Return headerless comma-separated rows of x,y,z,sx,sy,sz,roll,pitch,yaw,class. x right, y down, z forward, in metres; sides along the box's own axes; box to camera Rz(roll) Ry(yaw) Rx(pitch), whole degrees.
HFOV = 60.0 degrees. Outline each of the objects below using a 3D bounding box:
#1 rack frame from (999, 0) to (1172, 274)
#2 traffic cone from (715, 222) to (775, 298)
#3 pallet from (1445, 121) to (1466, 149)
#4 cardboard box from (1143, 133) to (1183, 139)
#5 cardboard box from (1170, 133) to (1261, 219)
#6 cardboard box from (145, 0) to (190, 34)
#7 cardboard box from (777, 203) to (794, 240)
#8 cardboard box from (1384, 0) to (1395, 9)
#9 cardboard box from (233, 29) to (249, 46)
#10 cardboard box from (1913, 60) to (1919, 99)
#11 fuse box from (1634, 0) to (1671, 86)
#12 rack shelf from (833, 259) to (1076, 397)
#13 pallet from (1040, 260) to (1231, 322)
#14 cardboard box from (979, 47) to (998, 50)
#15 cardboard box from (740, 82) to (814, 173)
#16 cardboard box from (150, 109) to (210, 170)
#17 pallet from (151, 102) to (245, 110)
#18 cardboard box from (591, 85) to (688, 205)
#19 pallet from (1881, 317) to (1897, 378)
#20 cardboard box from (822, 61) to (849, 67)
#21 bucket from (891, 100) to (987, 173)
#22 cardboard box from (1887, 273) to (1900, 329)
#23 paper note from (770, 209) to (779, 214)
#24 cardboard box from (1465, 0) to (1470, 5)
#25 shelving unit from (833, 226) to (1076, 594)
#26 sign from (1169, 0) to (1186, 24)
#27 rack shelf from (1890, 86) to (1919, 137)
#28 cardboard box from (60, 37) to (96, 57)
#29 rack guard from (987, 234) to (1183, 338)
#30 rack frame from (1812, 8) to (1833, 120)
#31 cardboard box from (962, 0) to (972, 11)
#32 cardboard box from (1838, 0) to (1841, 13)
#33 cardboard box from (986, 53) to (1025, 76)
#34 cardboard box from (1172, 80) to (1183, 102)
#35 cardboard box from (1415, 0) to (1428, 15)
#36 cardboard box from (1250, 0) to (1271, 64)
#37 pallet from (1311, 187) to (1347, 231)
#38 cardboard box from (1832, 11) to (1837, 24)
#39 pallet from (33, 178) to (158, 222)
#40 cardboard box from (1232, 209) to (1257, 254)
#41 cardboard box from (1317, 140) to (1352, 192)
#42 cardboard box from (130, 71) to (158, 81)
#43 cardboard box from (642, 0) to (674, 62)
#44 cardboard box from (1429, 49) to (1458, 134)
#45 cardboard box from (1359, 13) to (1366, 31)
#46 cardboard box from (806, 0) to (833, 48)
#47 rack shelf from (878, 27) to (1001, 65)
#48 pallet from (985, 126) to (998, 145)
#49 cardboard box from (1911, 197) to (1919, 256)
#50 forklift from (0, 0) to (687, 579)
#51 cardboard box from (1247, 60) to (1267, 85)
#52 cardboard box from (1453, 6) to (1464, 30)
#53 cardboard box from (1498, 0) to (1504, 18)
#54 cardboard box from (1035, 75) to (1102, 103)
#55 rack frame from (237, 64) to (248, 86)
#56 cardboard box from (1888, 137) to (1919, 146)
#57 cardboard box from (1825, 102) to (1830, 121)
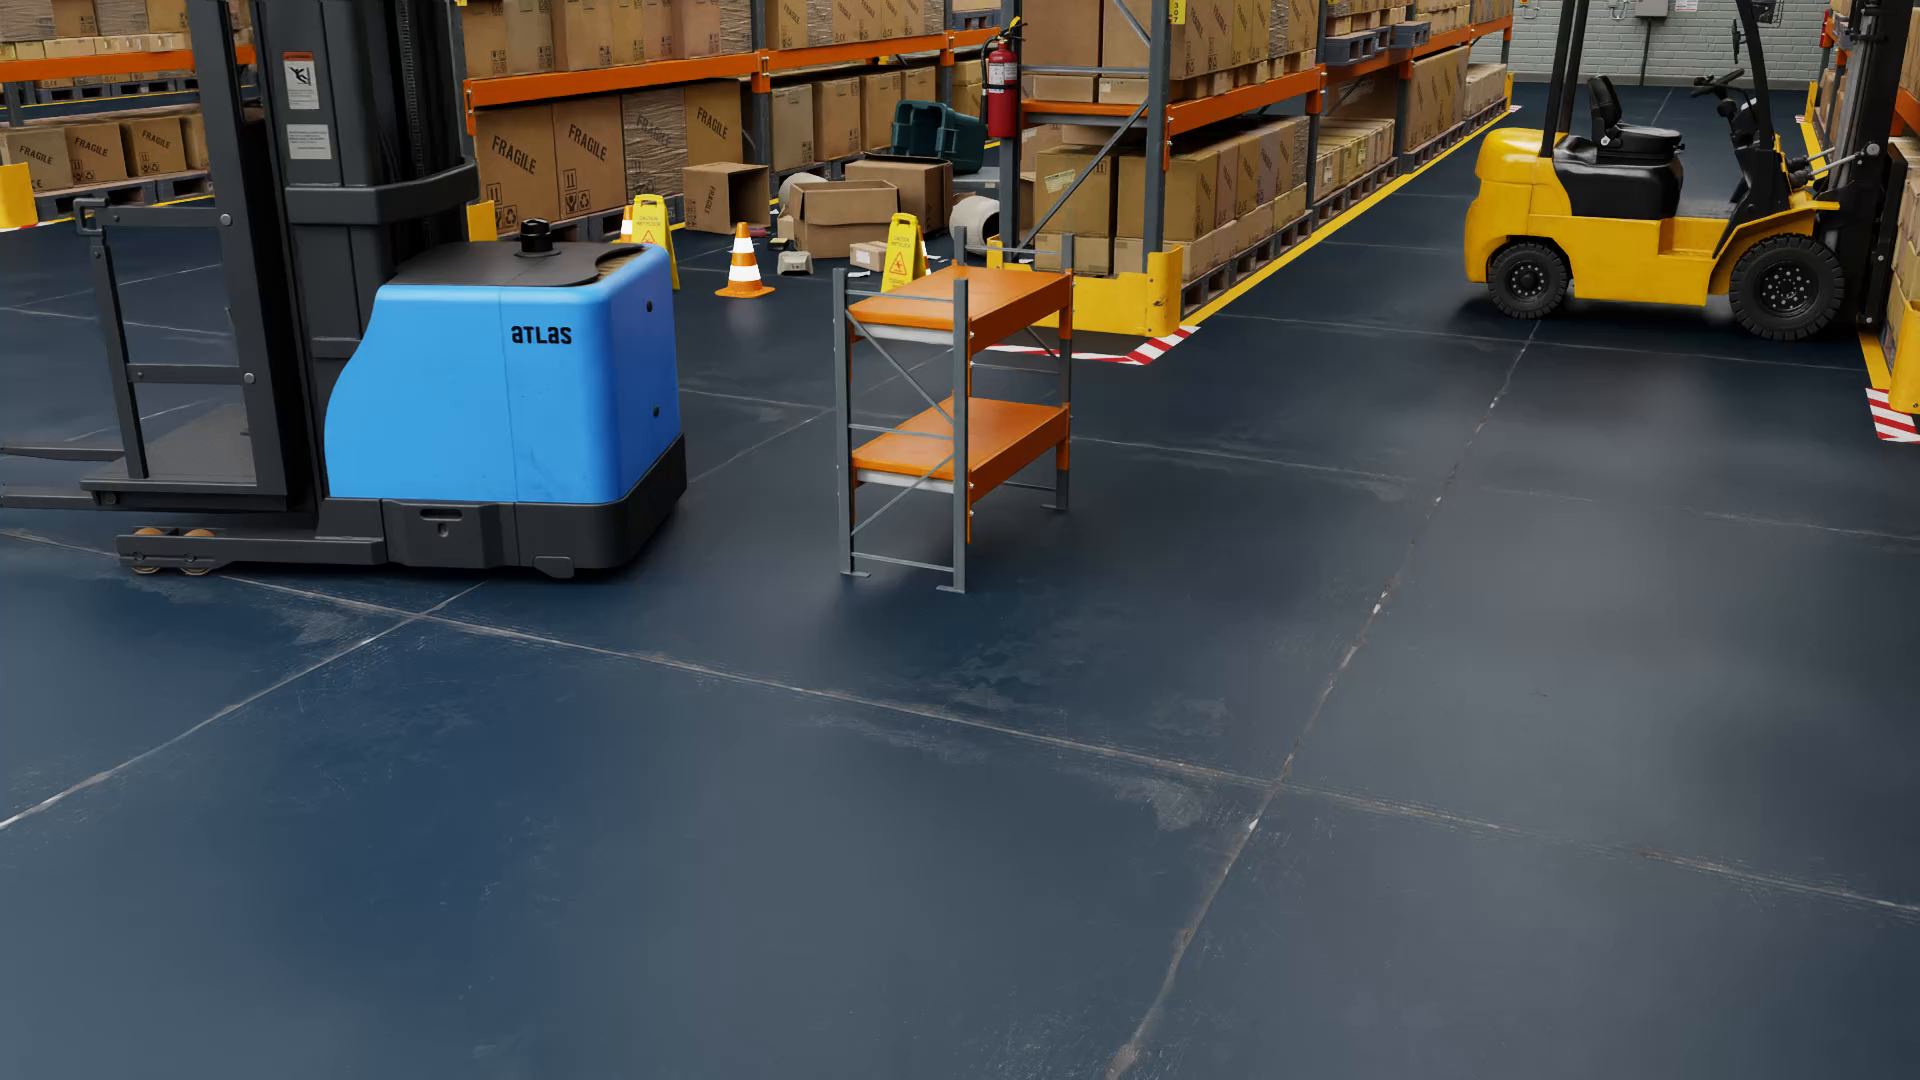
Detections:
0.716,-2.713,9.620,1.000,3.000,0.127,9,21,23,rack frame
-1.437,-1.874,11.048,0.336,0.463,0.334,9,21,23,traffic cone
5.383,-4.821,19.710,1.003,0.211,1.213,9,21,23,pallet
1.230,-2.562,11.555,0.500,0.500,0.500,8,21,21,cardboard box
1.731,-2.497,11.371,0.500,0.500,0.500,9,21,24,cardboard box
-7.520,-4.892,15.154,0.875,0.500,0.500,9,21,23,cardboard box
-1.227,-2.517,13.151,0.396,0.266,0.258,13,23,32,cardboard box
3.652,-5.052,14.979,0.500,0.500,0.500,7,21,19,cardboard box
-6.998,-4.777,15.801,0.380,0.149,0.250,9,21,23,cardboard box
6.060,-2.886,9.959,0.500,0.500,0.500,8,21,22,cardboard box
11.413,-8.391,27.509,0.539,1.711,0.414,9,21,23,fuse box
0.003,-0.808,6.188,0.538,0.278,1.000,9,21,23,rack shelf
1.112,-1.666,10.837,1.003,0.211,1.213,9,21,23,pallet
0.529,-6.213,21.447,0.500,0.250,0.500,8,21,20,cardboard box
-2.031,-3.924,15.756,1.050,0.750,0.750,8,21,22,cardboard box
-7.297,-3.822,15.843,0.500,0.500,0.500,7,21,18,cardboard box
-9.920,-5.652,22.047,1.003,0.211,1.213,9,21,23,pallet
-2.890,-3.322,13.877,0.875,0.875,0.875,9,21,23,cardboard box
5.521,-0.959,8.849,1.003,0.211,1.213,9,21,23,pallet
-2.335,-7.676,26.119,0.875,0.875,0.875,9,21,23,cardboard box
-0.156,-3.400,14.169,0.726,0.611,0.620,18,16,41,bucket
5.363,-1.273,9.048,0.500,0.250,0.500,9,21,23,cardboard box
-1.652,-2.855,14.451,0.147,0.020,0.142,-5,20,-15,paper note
5.671,-6.378,19.403,0.500,0.250,0.500,9,21,23,cardboard box
0.003,-0.532,6.286,0.538,1.125,1.048,9,21,23,shelving unit
1.211,-3.046,9.266,0.100,0.325,0.005,9,21,23,sign
6.065,-2.305,9.548,1.077,0.370,4.000,9,21,23,rack shelf
-7.671,-4.236,14.278,0.380,0.149,0.250,9,21,23,cardboard box
0.747,-1.558,10.104,1.175,0.500,0.348,9,21,23,rack guard
11.798,-6.924,21.461,1.000,3.000,0.127,9,21,23,rack frame
-0.088,-6.077,18.829,0.380,0.149,0.250,10,22,25,cardboard box
10.554,-6.266,19.390,0.500,0.250,0.500,8,21,22,cardboard box
0.572,-5.822,20.346,0.500,0.250,0.500,8,21,20,cardboard box
1.134,-2.749,10.097,0.380,0.149,0.250,9,21,24,cardboard box
4.425,-5.444,16.778,0.500,0.250,0.500,8,21,22,cardboard box
1.781,-3.478,11.179,0.500,0.500,0.500,8,21,22,cardboard box
2.672,-2.860,14.195,1.003,0.211,1.213,9,21,23,pallet
10.840,-6.356,20.238,0.380,0.149,0.250,8,21,21,cardboard box
-7.929,-3.025,14.661,1.003,0.211,1.213,9,21,23,pallet
1.727,-2.147,11.507,0.500,0.250,0.500,10,22,26,cardboard box
2.858,-3.276,14.499,0.950,0.372,0.625,10,22,26,cardboard box
-13.010,-7.482,26.103,0.500,0.500,0.500,8,21,21,cardboard box
-2.876,-4.220,13.634,0.875,0.550,0.550,9,21,23,cardboard box
5.086,-5.100,18.877,0.875,0.875,0.875,9,22,24,cardboard box
3.272,-4.461,14.284,0.380,0.149,0.250,9,21,23,cardboard box
-1.536,-4.909,15.647,0.500,0.500,0.500,9,21,23,cardboard box
0.254,-6.079,20.159,1.077,0.370,4.000,9,21,23,rack shelf
-0.244,-4.731,19.458,1.003,0.211,1.213,9,21,23,pallet
5.150,-1.590,8.447,0.500,0.250,0.500,9,22,25,cardboard box
-2.669,-1.425,6.100,3.031,2.935,1.130,2,20,5,forklift
1.883,-3.208,11.388,0.380,0.149,0.250,9,21,23,cardboard box
5.467,-5.983,19.040,0.500,0.250,0.500,8,21,22,cardboard box
6.891,-7.157,21.968,0.500,0.500,0.500,9,22,24,cardboard box
0.674,-2.738,10.066,0.380,0.149,0.250,9,22,25,cardboard box
-12.447,-9.101,27.584,1.000,3.000,0.127,9,21,23,rack frame
6.400,-2.524,11.074,0.500,0.250,0.500,8,21,22,cardboard box
10.266,-4.931,19.310,0.396,0.266,0.258,9,22,25,cardboard box
